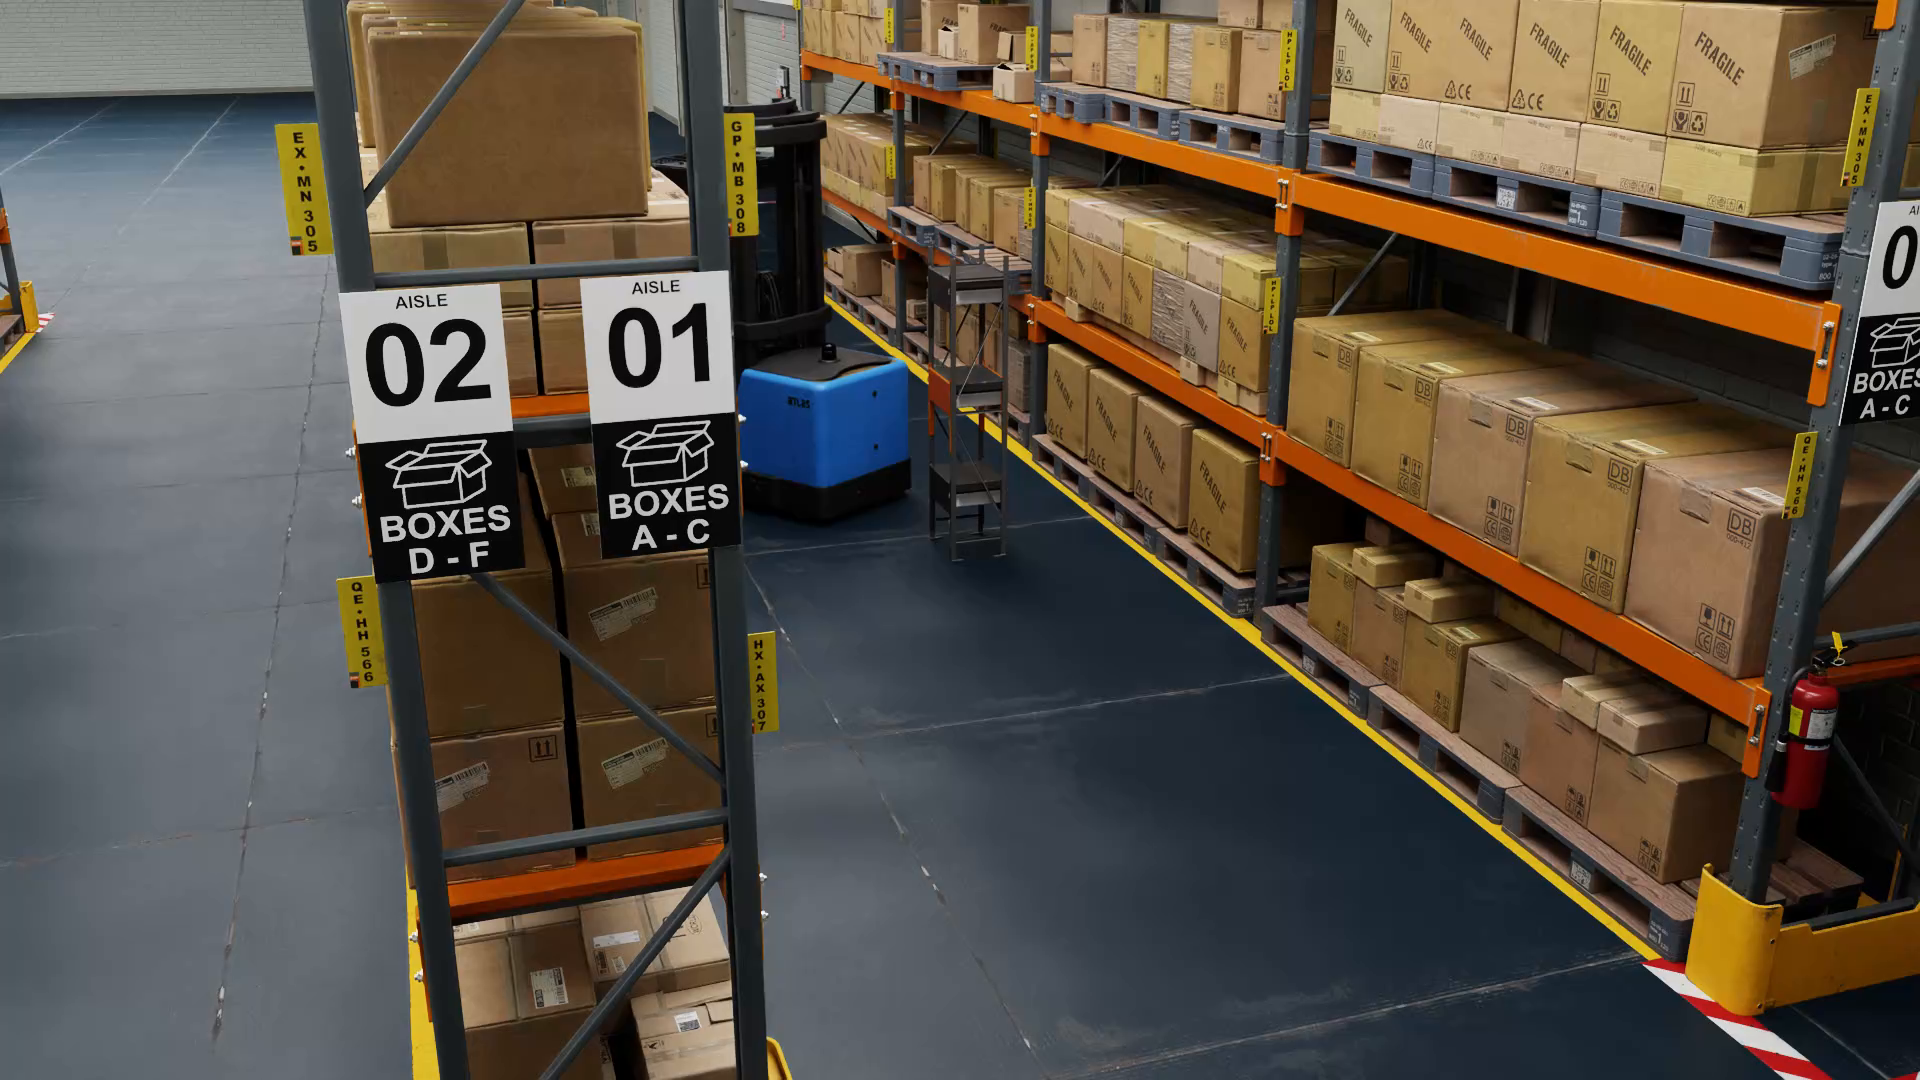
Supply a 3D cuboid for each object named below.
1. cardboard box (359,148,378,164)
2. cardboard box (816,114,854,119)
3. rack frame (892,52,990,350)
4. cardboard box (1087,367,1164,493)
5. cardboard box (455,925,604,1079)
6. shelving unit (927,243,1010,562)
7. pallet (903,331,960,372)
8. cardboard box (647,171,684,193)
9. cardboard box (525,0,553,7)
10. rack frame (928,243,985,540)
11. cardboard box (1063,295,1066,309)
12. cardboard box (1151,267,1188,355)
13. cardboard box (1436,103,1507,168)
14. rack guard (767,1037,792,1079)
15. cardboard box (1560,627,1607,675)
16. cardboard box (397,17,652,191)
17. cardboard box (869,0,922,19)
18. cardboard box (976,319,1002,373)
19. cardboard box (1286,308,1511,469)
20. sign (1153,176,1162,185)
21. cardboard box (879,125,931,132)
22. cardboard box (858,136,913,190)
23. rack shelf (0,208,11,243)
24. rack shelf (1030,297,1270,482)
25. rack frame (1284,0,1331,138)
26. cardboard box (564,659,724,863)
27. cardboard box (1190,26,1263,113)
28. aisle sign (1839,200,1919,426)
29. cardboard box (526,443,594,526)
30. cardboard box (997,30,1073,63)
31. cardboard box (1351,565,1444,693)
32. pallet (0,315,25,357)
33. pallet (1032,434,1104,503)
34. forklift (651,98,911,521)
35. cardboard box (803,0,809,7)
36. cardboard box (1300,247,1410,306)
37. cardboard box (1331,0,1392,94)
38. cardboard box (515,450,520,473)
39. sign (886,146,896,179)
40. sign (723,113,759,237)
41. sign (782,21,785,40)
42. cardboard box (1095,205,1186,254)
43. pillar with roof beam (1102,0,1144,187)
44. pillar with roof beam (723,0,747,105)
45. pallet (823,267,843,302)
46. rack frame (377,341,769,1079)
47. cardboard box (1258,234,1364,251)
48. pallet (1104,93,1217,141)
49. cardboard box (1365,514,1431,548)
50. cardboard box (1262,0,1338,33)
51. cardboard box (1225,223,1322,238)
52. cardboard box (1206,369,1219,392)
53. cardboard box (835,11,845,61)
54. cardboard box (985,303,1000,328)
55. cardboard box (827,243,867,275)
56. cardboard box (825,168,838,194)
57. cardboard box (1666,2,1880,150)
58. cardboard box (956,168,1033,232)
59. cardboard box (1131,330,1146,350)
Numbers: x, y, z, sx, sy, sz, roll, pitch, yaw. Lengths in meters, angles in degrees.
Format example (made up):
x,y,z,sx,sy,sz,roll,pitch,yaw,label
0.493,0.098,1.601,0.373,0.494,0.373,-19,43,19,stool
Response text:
x,y,z,sx,sy,sz,roll,pitch,yaw,label
-1.992,-1.299,6.140,0.500,0.250,0.500,-6,21,-17,cardboard box
-1.577,-4.872,20.127,0.500,0.500,0.500,-6,21,-17,cardboard box
-0.184,-3.482,17.174,1.000,3.000,0.127,-6,21,-17,rack frame
1.449,-0.853,12.412,0.750,0.750,0.750,-6,21,-17,cardboard box
-1.519,1.717,5.745,0.500,0.500,0.500,-6,21,-17,cardboard box
0.052,-0.935,11.414,0.431,2.100,0.503,-6,21,-17,shelving unit
0.062,-1.920,16.950,1.003,0.211,1.213,-6,21,-17,pallet
-1.179,-1.034,5.402,0.500,0.250,0.500,-6,21,-17,cardboard box
-2.182,-2.165,7.441,0.700,0.500,0.500,-6,21,-17,cardboard box
-0.025,-1.013,11.632,0.400,2.100,0.015,-6,21,-17,rack frame
1.027,-1.878,13.049,0.380,0.149,0.250,-6,21,-16,cardboard box
1.626,-1.557,11.198,0.500,0.500,0.500,-6,21,-17,cardboard box
2.612,-1.922,7.846,0.500,0.250,0.500,-7,21,-19,cardboard box
-1.138,2.048,5.474,1.175,0.500,0.348,-6,21,-17,rack guard
3.183,0.523,8.141,0.380,0.149,0.250,-6,21,-16,cardboard box
-1.368,-1.366,5.217,0.700,0.500,0.500,-6,21,-17,cardboard box
-0.599,-5.553,16.845,0.500,0.500,0.500,-8,21,-22,cardboard box
0.562,-1.789,15.506,0.700,0.500,0.500,-7,21,-17,cardboard box
2.485,-0.880,9.486,0.980,0.700,0.700,-6,21,-16,cardboard box
1.599,-2.803,13.571,0.100,0.325,0.005,-6,21,-17,sign
-0.618,-4.439,18.921,0.500,0.500,0.500,-6,21,-16,cardboard box
-0.789,-4.052,17.844,0.500,0.500,0.500,-7,21,-18,cardboard box
-10.218,-2.733,16.152,1.077,0.370,4.000,-6,21,-17,rack shelf
1.701,-1.218,11.935,1.077,0.370,4.000,-6,21,-17,rack shelf
2.330,-3.738,9.012,1.000,3.000,0.127,-6,21,-17,rack frame
-1.003,0.679,5.441,0.500,0.500,0.500,-6,21,-16,cardboard box
1.921,-3.046,10.725,0.700,0.500,0.500,-7,21,-18,cardboard box
3.325,-0.800,5.860,0.394,0.787,0.004,-6,21,-17,aisle sign
-1.327,-0.120,6.186,0.500,0.500,0.500,-6,21,-16,cardboard box
0.753,-4.094,14.258,0.797,0.503,0.637,-3,20,-10,cardboard box
2.623,0.476,9.229,0.700,0.500,0.500,-7,21,-18,cardboard box
-10.528,-2.120,17.507,1.003,0.211,1.213,-6,21,-17,pallet
1.249,-0.625,13.345,1.003,0.211,1.213,-6,21,-17,pallet
-1.849,-1.904,12.882,3.031,2.935,1.130,15,25,36,forklift
-1.551,-6.555,19.635,0.500,0.500,0.500,-8,21,-21,cardboard box
2.433,-1.640,10.317,0.500,0.250,0.500,-6,21,-16,cardboard box
2.288,-2.595,8.610,0.500,0.500,0.500,-7,21,-18,cardboard box
-1.842,-0.063,6.027,0.500,0.500,0.500,-6,21,-16,cardboard box
-0.697,-3.829,16.860,0.100,0.325,0.005,-6,21,-17,sign
-0.599,-0.984,4.490,0.100,0.325,0.005,-6,21,-17,sign
-2.935,-8.460,27.602,0.001,0.298,0.199,-6,21,-17,sign
1.301,-2.242,11.995,0.500,0.250,0.500,-6,21,-17,cardboard box
-2.601,-5.074,12.730,9.100,9.000,0.400,-6,21,-17,pillar with roof beam
-8.259,-10.850,28.812,9.100,9.000,0.400,-6,21,-17,pillar with roof beam
-1.196,-3.165,20.415,1.003,0.211,1.213,-6,21,-17,pallet
-1.114,0.896,4.984,1.000,3.000,0.127,-6,21,-17,rack frame
2.262,-1.807,10.782,0.500,0.250,0.500,-6,21,-17,cardboard box
1.680,-2.962,11.567,1.003,0.211,1.213,-5,20,-15,pallet
2.611,-0.058,9.758,0.380,0.149,0.250,-7,21,-18,cardboard box
2.178,-3.230,10.126,0.500,0.250,0.500,-5,20,-13,cardboard box
2.100,-1.967,11.229,0.500,0.250,0.500,-7,21,-19,cardboard box
1.815,-1.051,10.747,0.380,0.149,0.250,-6,21,-16,cardboard box
-1.083,-5.588,18.422,0.500,0.500,0.500,-5,20,-14,cardboard box
0.511,-2.162,15.435,0.500,0.250,0.500,-6,21,-17,cardboard box
-1.310,-3.476,20.483,0.500,0.311,0.500,-9,22,-23,cardboard box
-1.258,-4.185,19.323,0.500,0.250,0.500,-7,21,-18,cardboard box
3.098,-1.776,6.329,0.500,0.500,0.500,-6,21,-17,cardboard box
0.349,-3.181,15.537,0.700,0.500,0.500,-4,20,-10,cardboard box
1.449,-1.468,11.909,0.380,0.149,0.250,-6,21,-17,cardboard box
